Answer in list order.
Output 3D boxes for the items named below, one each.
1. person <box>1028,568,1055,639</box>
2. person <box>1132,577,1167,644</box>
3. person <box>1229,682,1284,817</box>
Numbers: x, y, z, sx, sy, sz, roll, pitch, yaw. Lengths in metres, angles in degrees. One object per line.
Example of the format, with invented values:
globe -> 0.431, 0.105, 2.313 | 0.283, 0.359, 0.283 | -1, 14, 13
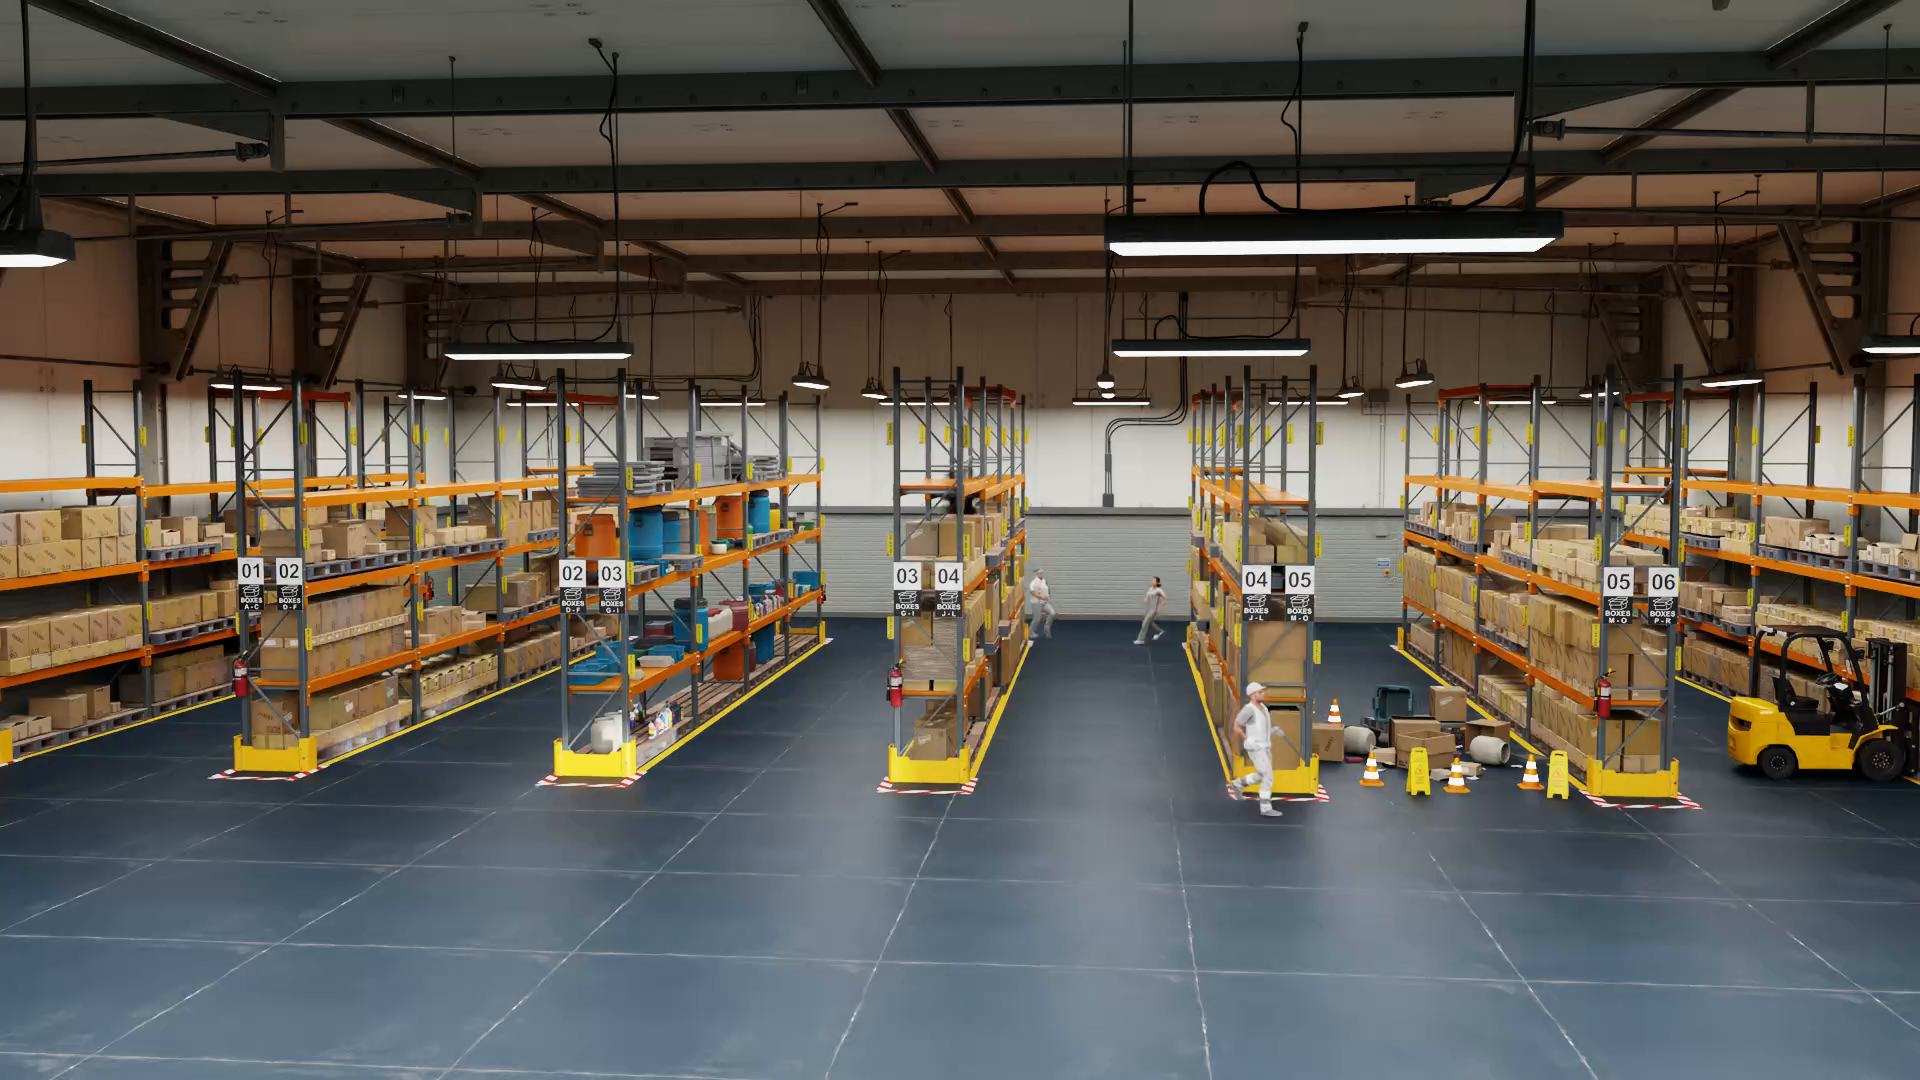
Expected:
person -> 1.989, 1.576, 41.260 | 0.677, 1.807, 0.674 | 3, 4, 38
person -> 4.641, 1.685, 40.006 | 0.936, 1.628, 0.633 | -2, 4, -31
person -> 3.911, 2.759, 22.034 | 0.829, 1.754, 0.675 | 3, 4, 38
